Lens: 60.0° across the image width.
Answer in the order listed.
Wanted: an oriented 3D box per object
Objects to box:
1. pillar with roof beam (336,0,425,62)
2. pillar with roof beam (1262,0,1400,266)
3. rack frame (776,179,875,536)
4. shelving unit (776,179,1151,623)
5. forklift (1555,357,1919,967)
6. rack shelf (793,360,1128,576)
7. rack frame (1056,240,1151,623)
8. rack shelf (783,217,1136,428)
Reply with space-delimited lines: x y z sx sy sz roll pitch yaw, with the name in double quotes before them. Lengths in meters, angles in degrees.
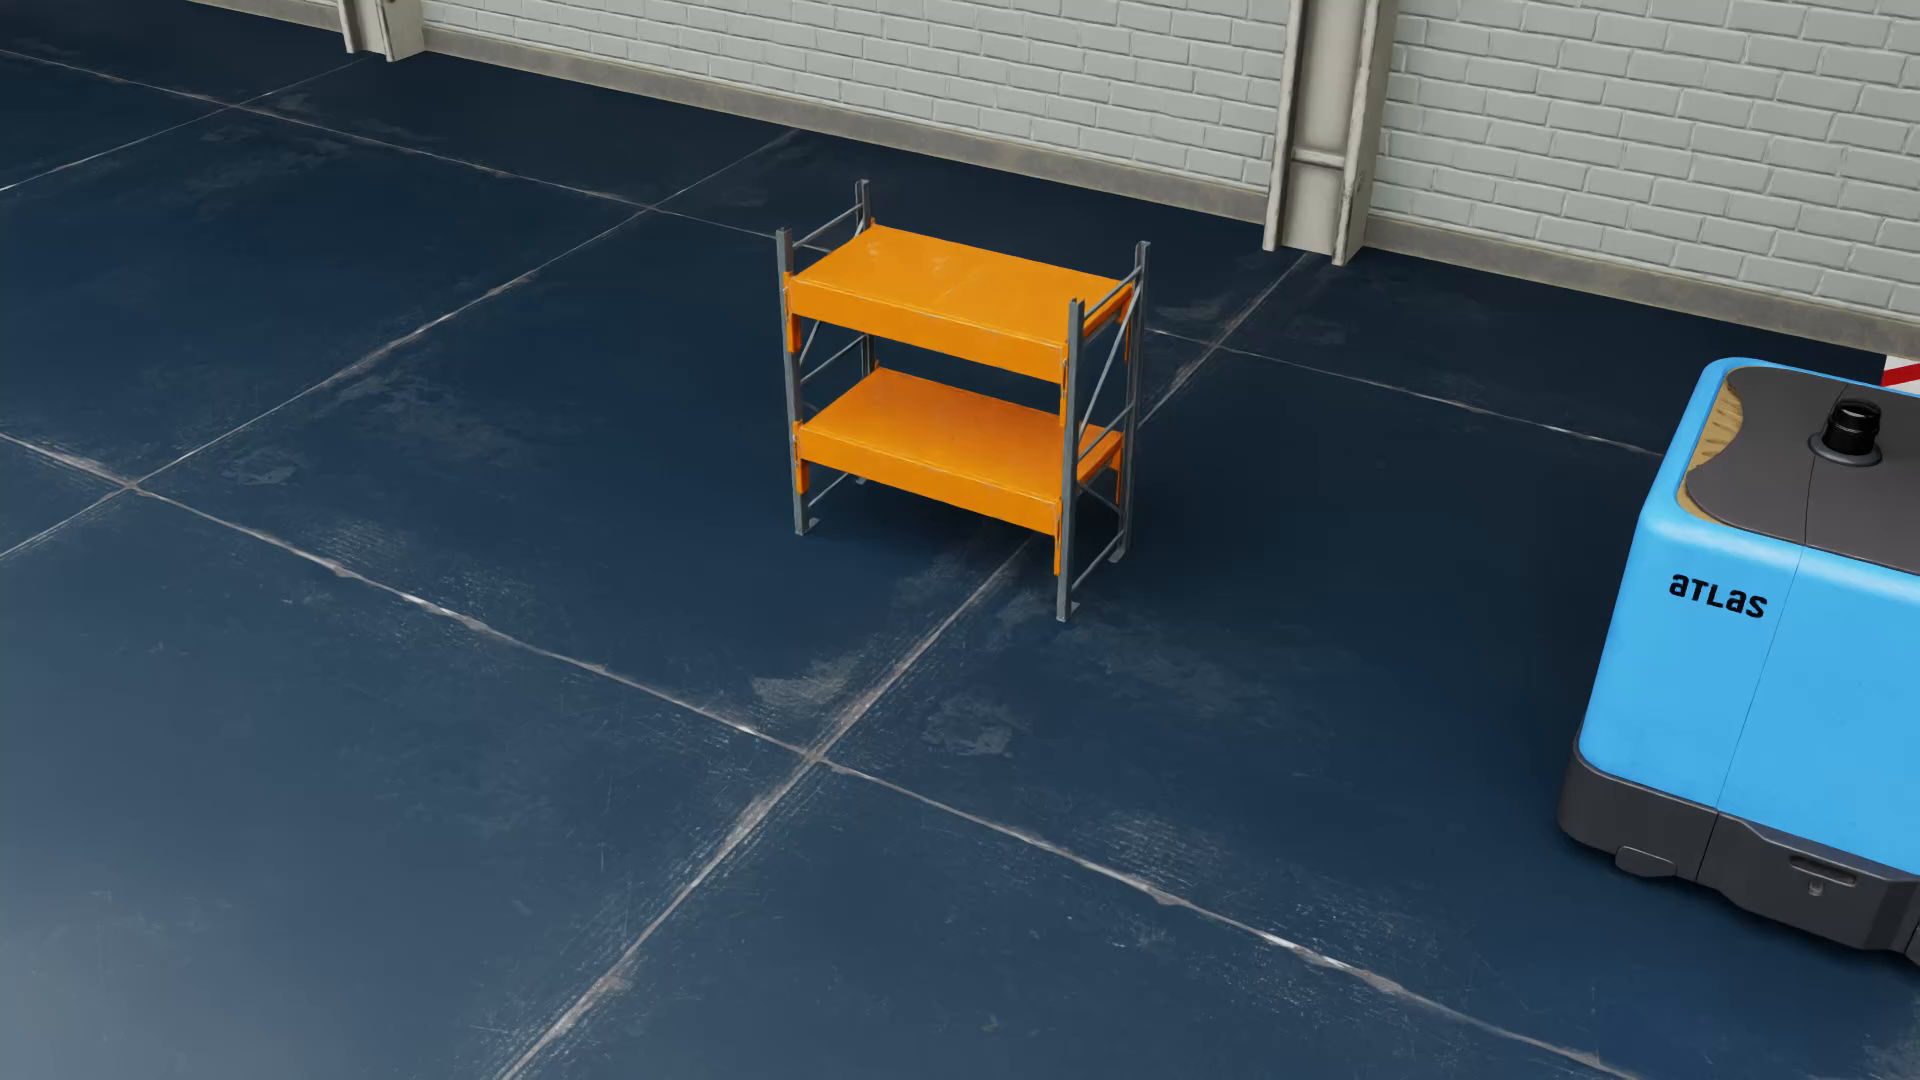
"pillar with roof beam" -5.681 -4.709 4.702 0.400 9.000 9.100 18 37 24
"pillar with roof beam" -0.472 -3.058 2.224 0.400 9.000 9.100 18 37 24
"rack frame" -0.435 -0.606 5.645 0.032 1.125 0.500 18 37 24
"shelving unit" 0.006 -0.466 5.435 1.048 1.125 0.538 18 37 24
"forklift" 3.143 -0.212 3.425 3.031 2.935 1.130 18 38 25
"rack shelf" 0.006 -0.263 5.571 1.000 0.278 0.538 18 37 24
"rack frame" 0.447 -0.327 5.225 0.032 1.125 0.500 18 37 24
"rack shelf" 0.006 -0.710 5.273 1.000 0.278 0.538 18 37 24
